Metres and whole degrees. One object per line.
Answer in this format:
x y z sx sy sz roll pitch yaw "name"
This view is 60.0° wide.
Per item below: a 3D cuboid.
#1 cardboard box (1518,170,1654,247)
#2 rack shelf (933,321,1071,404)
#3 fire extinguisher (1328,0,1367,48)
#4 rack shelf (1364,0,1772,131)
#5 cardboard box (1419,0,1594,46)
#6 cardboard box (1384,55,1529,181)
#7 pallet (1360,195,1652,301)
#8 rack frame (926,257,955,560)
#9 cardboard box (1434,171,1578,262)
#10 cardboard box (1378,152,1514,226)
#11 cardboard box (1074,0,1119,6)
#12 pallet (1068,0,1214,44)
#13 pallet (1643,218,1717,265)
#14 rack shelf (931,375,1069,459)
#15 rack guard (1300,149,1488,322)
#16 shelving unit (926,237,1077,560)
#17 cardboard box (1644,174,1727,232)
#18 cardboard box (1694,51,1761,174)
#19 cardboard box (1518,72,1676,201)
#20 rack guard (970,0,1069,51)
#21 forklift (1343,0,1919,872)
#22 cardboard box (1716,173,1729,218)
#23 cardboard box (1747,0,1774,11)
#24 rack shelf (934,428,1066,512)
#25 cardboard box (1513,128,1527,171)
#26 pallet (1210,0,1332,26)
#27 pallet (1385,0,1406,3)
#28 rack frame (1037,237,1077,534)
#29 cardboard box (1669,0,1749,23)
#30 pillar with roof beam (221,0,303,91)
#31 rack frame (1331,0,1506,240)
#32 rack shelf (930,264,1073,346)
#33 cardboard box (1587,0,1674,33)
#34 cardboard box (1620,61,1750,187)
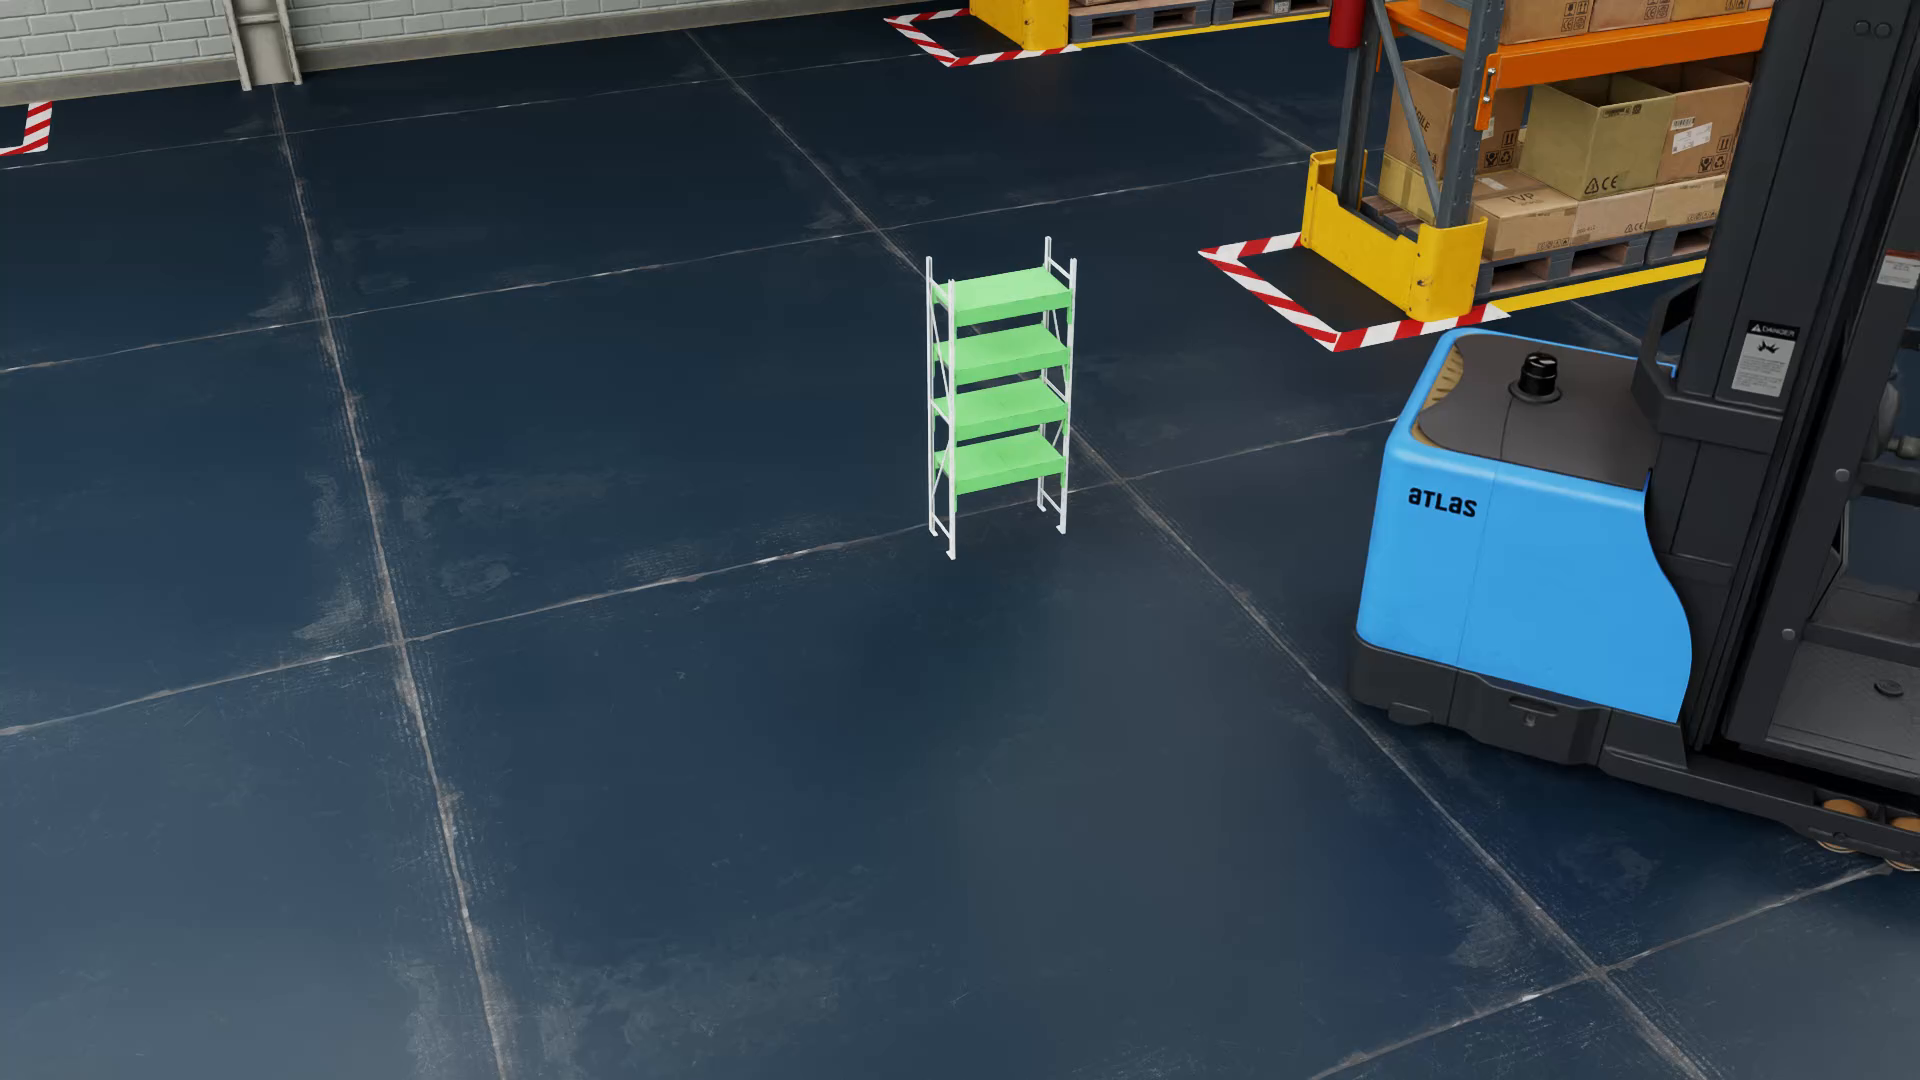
3.331 -1.820 8.933 0.500 0.250 0.500 -13 35 -19 "cardboard box"
0.153 -0.685 6.380 0.480 0.148 0.258 -13 35 -19 "rack shelf"
2.002 -2.864 8.472 0.183 0.674 0.296 -13 35 -19 "fire extinguisher"
4.135 -2.808 8.975 4.000 0.370 1.077 -13 35 -19 "rack shelf"
2.726 -2.822 8.244 0.500 0.500 0.700 -13 35 -19 "cardboard box"
2.670 -2.288 8.965 0.500 0.500 0.500 -13 35 -19 "cardboard box"
2.980 -1.701 9.171 1.213 0.211 1.003 -13 35 -19 "pallet"
-0.072 -0.486 6.397 0.015 1.200 0.240 -13 35 -19 "rack frame"
2.872 -1.712 8.768 0.500 0.250 0.500 -13 35 -19 "cardboard box"
2.671 -1.973 9.168 0.500 0.250 0.500 -13 35 -19 "cardboard box"
1.043 -4.336 12.726 0.500 0.311 0.500 -17 37 -24 "cardboard box"
1.203 -4.179 12.979 1.213 0.211 1.003 -13 35 -19 "pallet"
4.103 -1.957 9.564 1.213 0.211 1.003 -13 35 -19 "pallet"
0.153 -0.484 6.511 0.480 0.148 0.258 -13 35 -19 "rack shelf"
2.269 -1.635 8.804 0.348 0.500 1.175 -13 35 -19 "rack guard"
0.153 -0.538 6.476 0.503 1.200 0.258 -13 35 -19 "shelving unit"
3.792 -1.925 9.095 0.500 0.250 0.500 -13 35 -19 "cardboard box"
4.256 -2.342 9.048 0.500 0.500 0.500 -13 35 -19 "cardboard box"
3.332 -2.133 8.727 0.500 0.500 0.500 -13 35 -19 "cardboard box"
0.440 -4.146 12.664 0.348 0.500 1.175 -13 35 -19 "rack guard"
2.903 -0.531 4.879 3.031 2.935 1.130 14 36 21 "forklift"
4.255 -2.028 9.253 0.500 0.250 0.500 -13 35 -19 "cardboard box"
4.153 -3.150 8.749 0.500 0.500 0.700 -12 35 -18 "cardboard box"
0.153 -0.283 6.642 0.480 0.148 0.258 -13 35 -19 "rack shelf"
3.127 -2.084 9.339 0.500 0.250 0.500 -13 35 -19 "cardboard box"
2.326 -4.434 13.371 1.213 0.211 1.003 -13 35 -19 "pallet"
3.452 -4.694 13.770 1.213 0.211 1.003 -13 35 -19 "pallet"
0.378 -0.589 6.556 0.015 1.200 0.240 -13 35 -19 "rack frame"
3.669 -3.037 8.575 0.500 0.500 0.700 -13 35 -19 "cardboard box"
-3.185 -4.844 5.943 0.400 9.000 9.100 -13 35 -19 "pillar with roof beam"
2.291 -2.688 8.130 0.127 3.000 1.000 -13 35 -19 "rack frame"
0.153 -0.887 6.250 0.480 0.148 0.258 -13 35 -19 "rack shelf"
3.209 -2.935 8.419 0.500 0.500 0.700 -12 35 -18 "cardboard box"
3.788 -2.245 8.899 0.500 0.500 0.500 -13 35 -19 "cardboard box"
